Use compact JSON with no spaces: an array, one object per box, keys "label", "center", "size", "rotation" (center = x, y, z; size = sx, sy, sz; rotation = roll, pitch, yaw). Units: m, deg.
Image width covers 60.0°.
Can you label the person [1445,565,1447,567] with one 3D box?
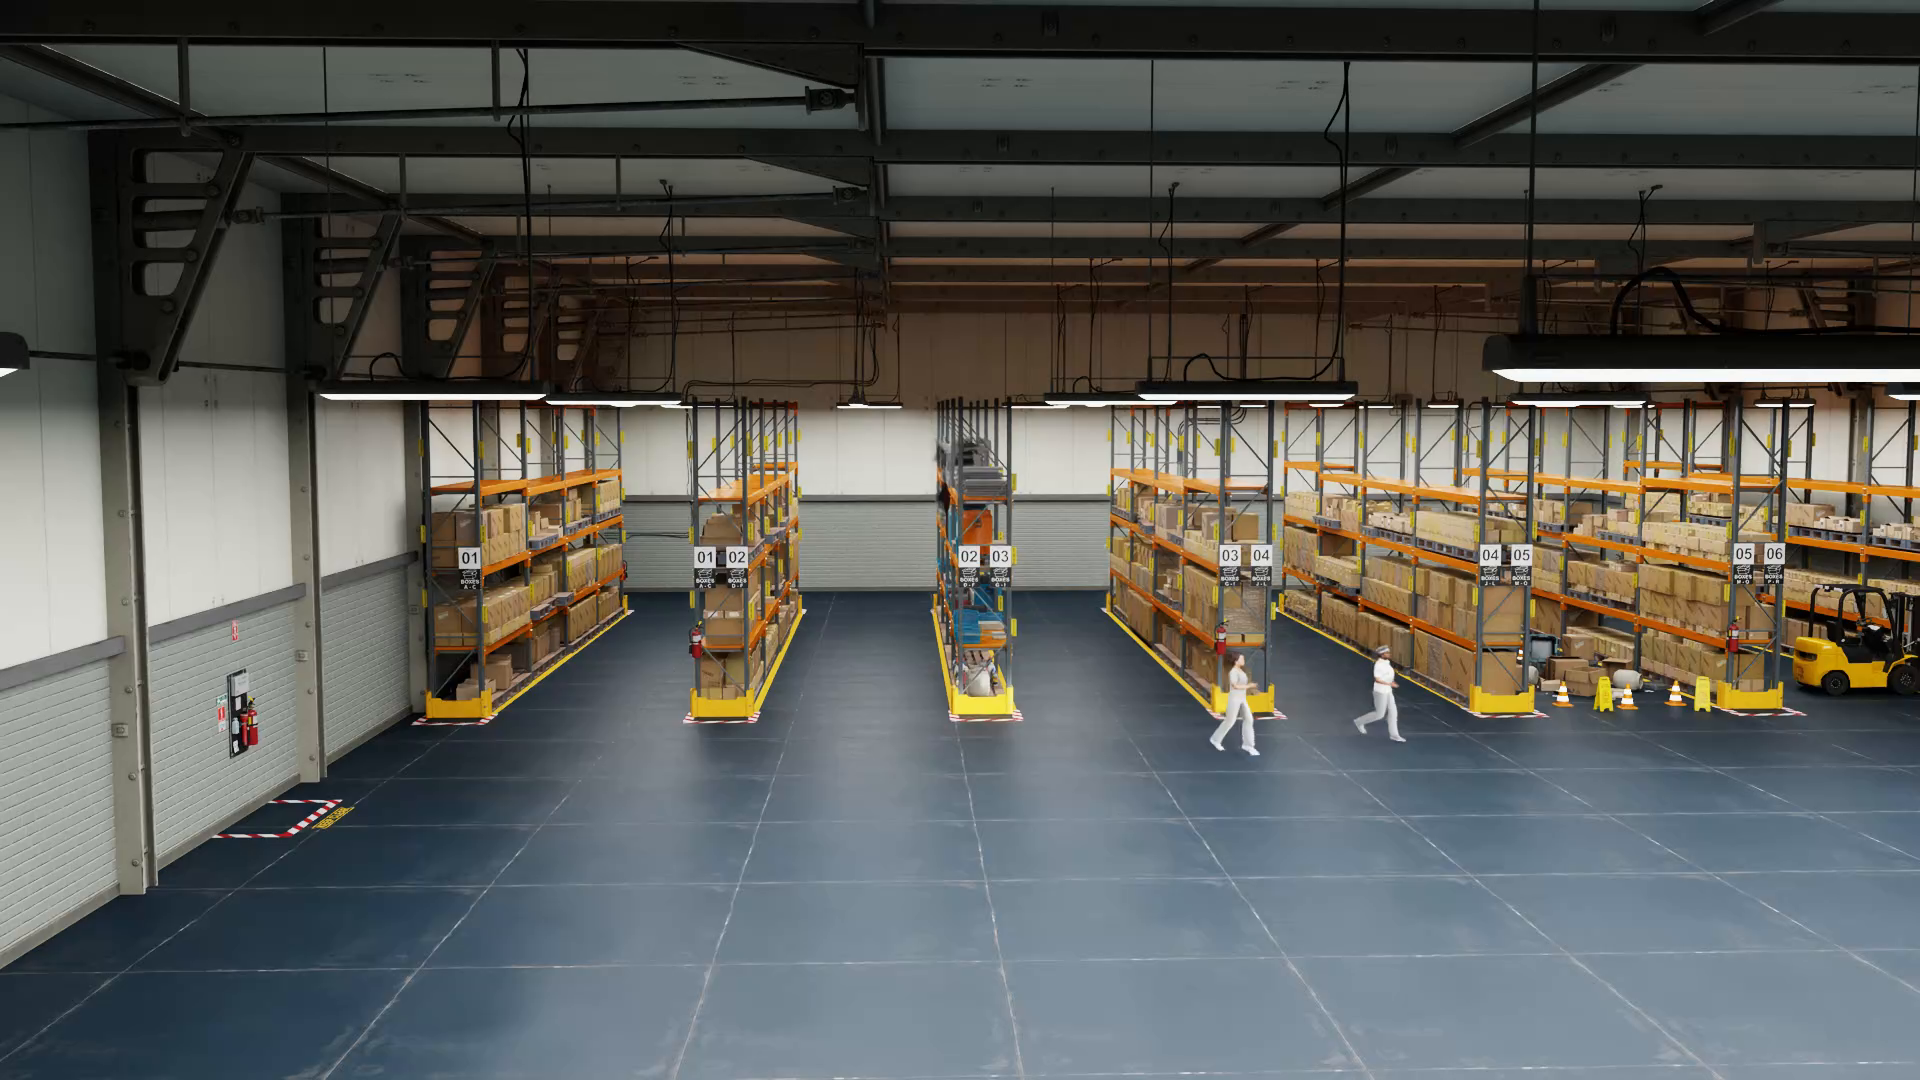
[{"label":"person","center":[14.357,1.126,49.320],"size":[0.677,1.669,0.650],"rotation":[1,4,8]}]

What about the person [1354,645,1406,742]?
[{"label":"person","center":[7.318,2.648,28.896],"size":[0.904,1.695,0.586],"rotation":[3,5,32]}]

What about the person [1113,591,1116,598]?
[{"label":"person","center":[4.780,1.105,48.991],"size":[0.590,1.698,0.655],"rotation":[1,4,10]}]

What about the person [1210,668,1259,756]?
[{"label":"person","center":[4.586,2.853,27.810],"size":[0.832,1.470,0.526],"rotation":[3,5,30]}]
